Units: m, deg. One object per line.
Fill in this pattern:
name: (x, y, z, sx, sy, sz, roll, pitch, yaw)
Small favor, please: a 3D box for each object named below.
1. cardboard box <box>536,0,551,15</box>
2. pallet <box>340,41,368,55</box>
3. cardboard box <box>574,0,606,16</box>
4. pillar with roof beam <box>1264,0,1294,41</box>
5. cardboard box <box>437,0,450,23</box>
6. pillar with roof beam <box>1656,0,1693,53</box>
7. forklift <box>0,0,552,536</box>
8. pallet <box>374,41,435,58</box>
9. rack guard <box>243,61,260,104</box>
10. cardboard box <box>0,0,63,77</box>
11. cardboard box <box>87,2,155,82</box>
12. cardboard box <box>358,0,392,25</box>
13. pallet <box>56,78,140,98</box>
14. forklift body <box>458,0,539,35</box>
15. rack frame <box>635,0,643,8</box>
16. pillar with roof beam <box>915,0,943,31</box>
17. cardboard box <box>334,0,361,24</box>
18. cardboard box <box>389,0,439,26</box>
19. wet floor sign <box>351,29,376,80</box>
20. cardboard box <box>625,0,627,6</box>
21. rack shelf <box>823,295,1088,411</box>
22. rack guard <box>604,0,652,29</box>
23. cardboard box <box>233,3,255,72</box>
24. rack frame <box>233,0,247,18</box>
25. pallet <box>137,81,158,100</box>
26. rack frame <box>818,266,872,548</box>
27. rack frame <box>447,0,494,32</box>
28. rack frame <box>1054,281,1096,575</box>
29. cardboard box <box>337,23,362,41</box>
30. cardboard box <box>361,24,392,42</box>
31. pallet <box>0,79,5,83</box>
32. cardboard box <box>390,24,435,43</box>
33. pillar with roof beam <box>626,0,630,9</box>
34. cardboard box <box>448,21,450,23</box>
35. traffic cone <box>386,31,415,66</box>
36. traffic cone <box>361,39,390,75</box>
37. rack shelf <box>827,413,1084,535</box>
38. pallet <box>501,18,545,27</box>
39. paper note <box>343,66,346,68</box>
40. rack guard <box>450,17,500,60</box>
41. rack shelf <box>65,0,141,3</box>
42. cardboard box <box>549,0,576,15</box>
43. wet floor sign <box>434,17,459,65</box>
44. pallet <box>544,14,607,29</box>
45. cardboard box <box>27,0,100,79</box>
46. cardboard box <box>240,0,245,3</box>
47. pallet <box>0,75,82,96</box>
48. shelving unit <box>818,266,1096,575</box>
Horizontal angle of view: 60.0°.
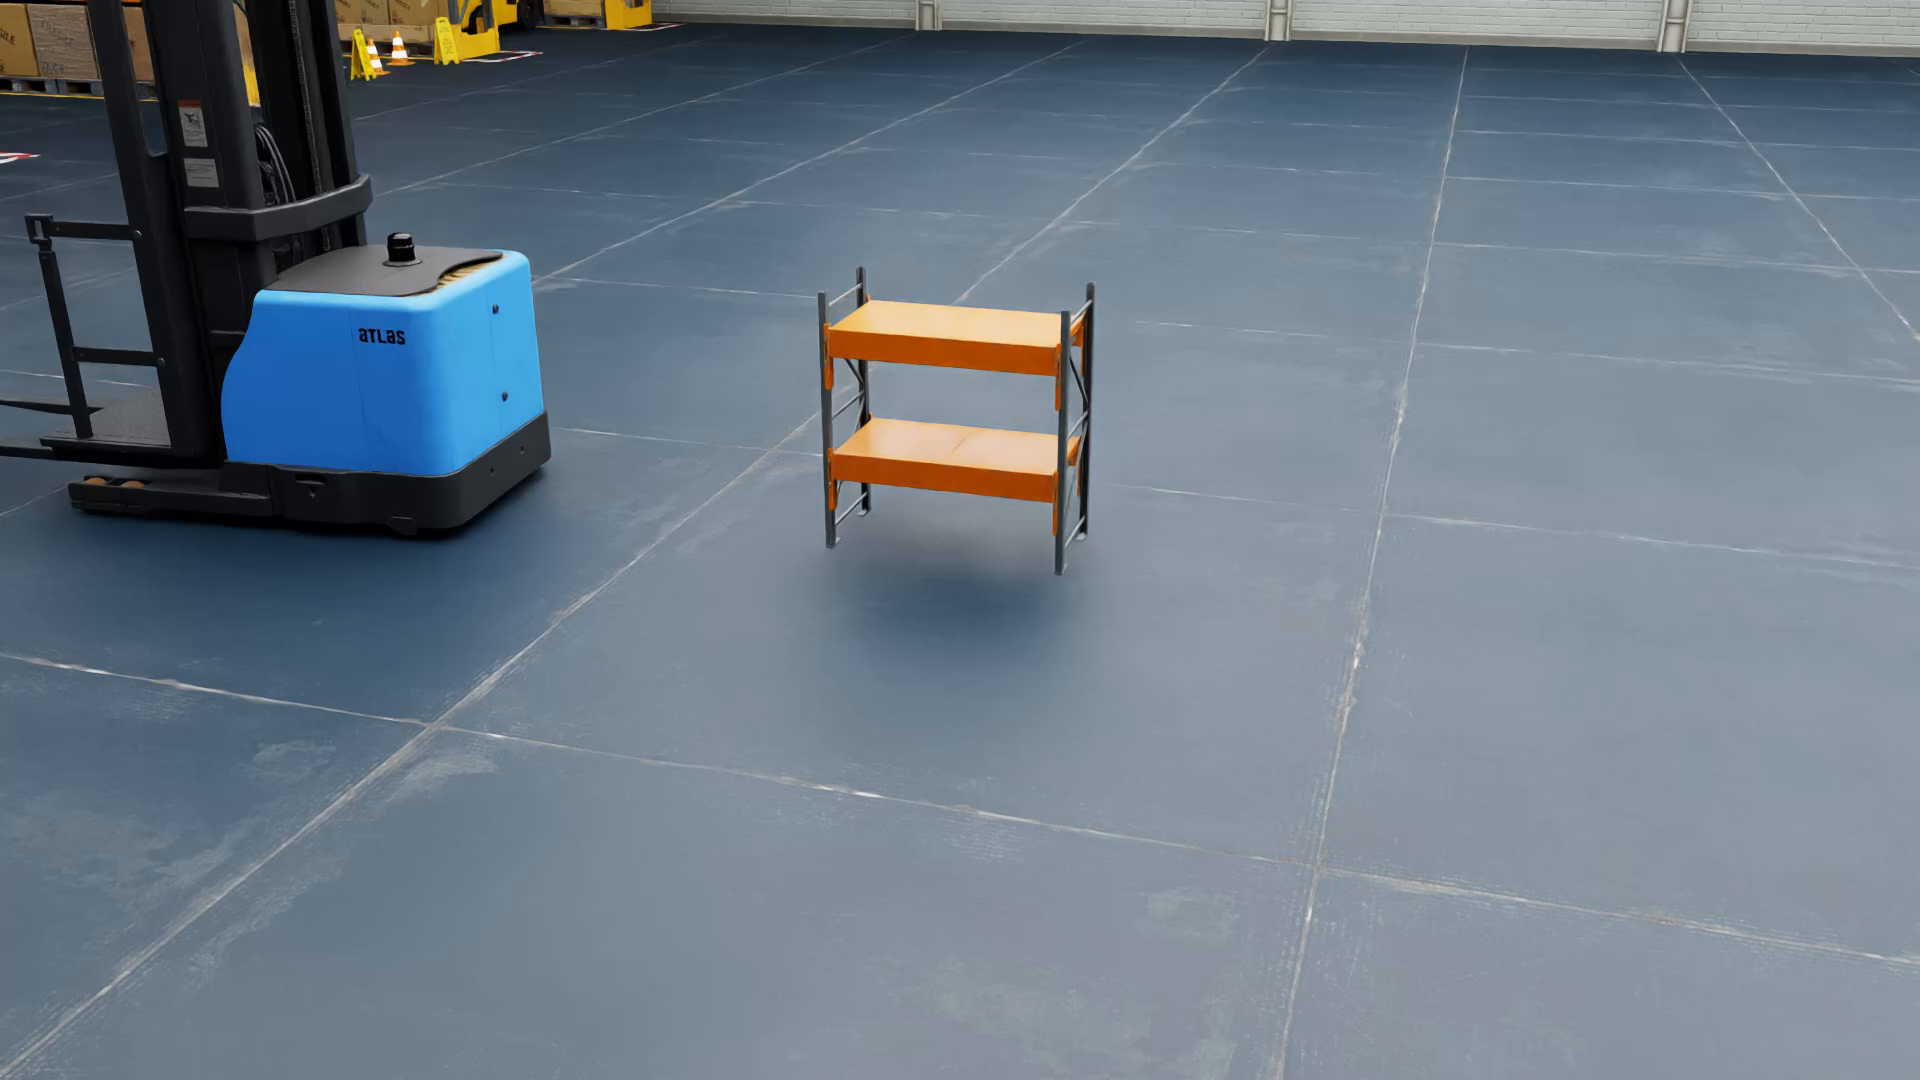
cardboard box: (-7.366, -9.471, 29.478, 0.500, 0.250, 0.500, 7, 23, 16)
pallet: (-9.309, -7.647, 25.635, 1.213, 0.211, 1.003, 7, 23, 16)
cardboard box: (-6.416, -9.355, 29.195, 0.500, 0.250, 0.500, 7, 23, 16)
pillar with roof beam: (3.964, -10.796, 21.732, 0.400, 9.000, 9.100, 7, 23, 16)
cardboard box: (-8.020, -8.153, 25.275, 0.500, 0.500, 0.500, 6, 23, 14)
pillar with roof beam: (9.708, -10.139, 20.129, 0.400, 9.000, 9.100, 7, 23, 16)
forklift: (-3.550, -1.644, 7.416, 3.031, 2.935, 1.130, 5, 23, 11)
pallet: (-8.145, -7.513, 25.307, 1.213, 0.211, 1.003, 7, 23, 16)
rack guard: (-8.615, -5.724, 20.566, 0.348, 0.500, 1.175, 7, 23, 16)
cardboard box: (-11.886, -6.438, 21.260, 0.875, 0.875, 0.875, 7, 23, 16)
cardboard box: (-10.149, -6.240, 20.777, 0.875, 0.875, 0.875, 6, 23, 15)
cardboard box: (-8.648, -8.011, 24.929, 0.500, 0.500, 0.500, 7, 23, 17)
pallet: (-10.590, -5.787, 21.099, 1.213, 0.211, 1.003, 7, 23, 15)
forklift body: (-8.217, -9.649, 27.959, 1.214, 2.155, 2.313, 7, 23, 16)
rack frame: (-5.875, -10.497, 28.907, 0.127, 3.000, 1.000, 7, 23, 16)
pillar with roof beam: (-1.780, -11.454, 23.336, 0.400, 9.000, 9.100, 7, 23, 16)
cardboard box: (-9.129, -8.069, 25.070, 0.500, 0.500, 0.500, 6, 23, 14)
cardboard box: (-8.147, -7.955, 24.792, 0.500, 0.500, 0.500, 7, 23, 16)
wet floor sign: (-8.038, -6.510, 22.290, 0.232, 0.644, 0.267, 3, 22, 6)
cardboard box: (-6.288, -9.544, 29.653, 0.500, 0.250, 0.500, 7, 23, 16)
rack shelf: (-0.006, -0.792, 6.947, 1.000, 0.278, 0.538, 7, 23, 16)
rack guard: (-5.852, -9.337, 29.375, 0.348, 0.500, 1.175, 7, 23, 16)
cardboard box: (-9.306, -6.145, 20.544, 0.875, 0.875, 0.875, 7, 23, 16)
rack frame: (-8.638, -6.883, 20.098, 0.127, 3.000, 1.000, 7, 23, 16)
pallet: (-9.426, -5.652, 20.771, 1.213, 0.211, 1.003, 7, 23, 15)
rack frame: (-0.493, -0.577, 7.194, 0.032, 1.125, 0.500, 7, 23, 16)
rack frame: (-7.305, -8.693, 24.509, 0.127, 3.000, 1.000, 7, 23, 16)
rack frame: (0.480, -0.465, 6.922, 0.032, 1.125, 0.500, 7, 23, 16)
cardboard box: (-9.153, -7.721, 25.209, 0.500, 0.250, 0.500, 6, 23, 14)
cardboard box: (-8.650, -7.665, 25.074, 0.500, 0.250, 0.500, 7, 23, 16)
pallet: (-13.228, -6.089, 21.835, 1.213, 0.211, 1.003, 7, 23, 16)
cardboard box: (-8.180, -7.608, 24.935, 0.500, 0.250, 0.500, 6, 23, 15)
pillar with roof beam: (-7.524, -12.112, 24.939, 0.400, 9.000, 9.100, 7, 23, 16)
cardboard box: (-7.997, -7.804, 25.412, 0.500, 0.250, 0.500, 6, 23, 15)
traffic cone: (-8.089, -7.097, 23.963, 0.334, 0.463, 0.336, 7, 23, 16)
traffic cone: (-8.084, -6.657, 22.889, 0.334, 0.463, 0.336, 7, 23, 16)
rack shelf: (-0.006, -0.295, 7.151, 1.000, 0.278, 0.538, 7, 23, 16)
pallet: (-7.783, -9.410, 29.931, 1.213, 0.211, 1.003, 7, 23, 15)
paper note: (-8.785, -6.699, 23.562, 0.142, 0.019, 0.148, -1, 22, -3)
rack guard: (-7.378, -7.544, 25.004, 0.348, 0.500, 1.175, 7, 23, 16)
rack shelf: (-10.553, -6.770, 20.769, 4.000, 0.370, 1.077, 7, 23, 16)
cardboard box: (-6.889, -9.413, 29.336, 0.500, 0.250, 0.500, 7, 23, 15)
wet floor sign: (-7.432, -7.194, 23.957, 0.232, 0.644, 0.267, 16, 27, 34)
pallet: (-6.619, -9.275, 29.603, 1.213, 0.211, 1.003, 7, 23, 16)
cardboard box: (-11.022, -6.341, 21.023, 0.875, 0.875, 0.875, 7, 23, 16)
cardboard box: (-10.648, -8.237, 25.481, 0.500, 0.500, 0.500, 8, 24, 18)
pallet: (-11.762, -5.920, 21.423, 1.213, 0.211, 1.003, 7, 23, 15)
shelving unit: (-0.006, -0.521, 7.058, 1.048, 1.125, 0.538, 7, 23, 16)
